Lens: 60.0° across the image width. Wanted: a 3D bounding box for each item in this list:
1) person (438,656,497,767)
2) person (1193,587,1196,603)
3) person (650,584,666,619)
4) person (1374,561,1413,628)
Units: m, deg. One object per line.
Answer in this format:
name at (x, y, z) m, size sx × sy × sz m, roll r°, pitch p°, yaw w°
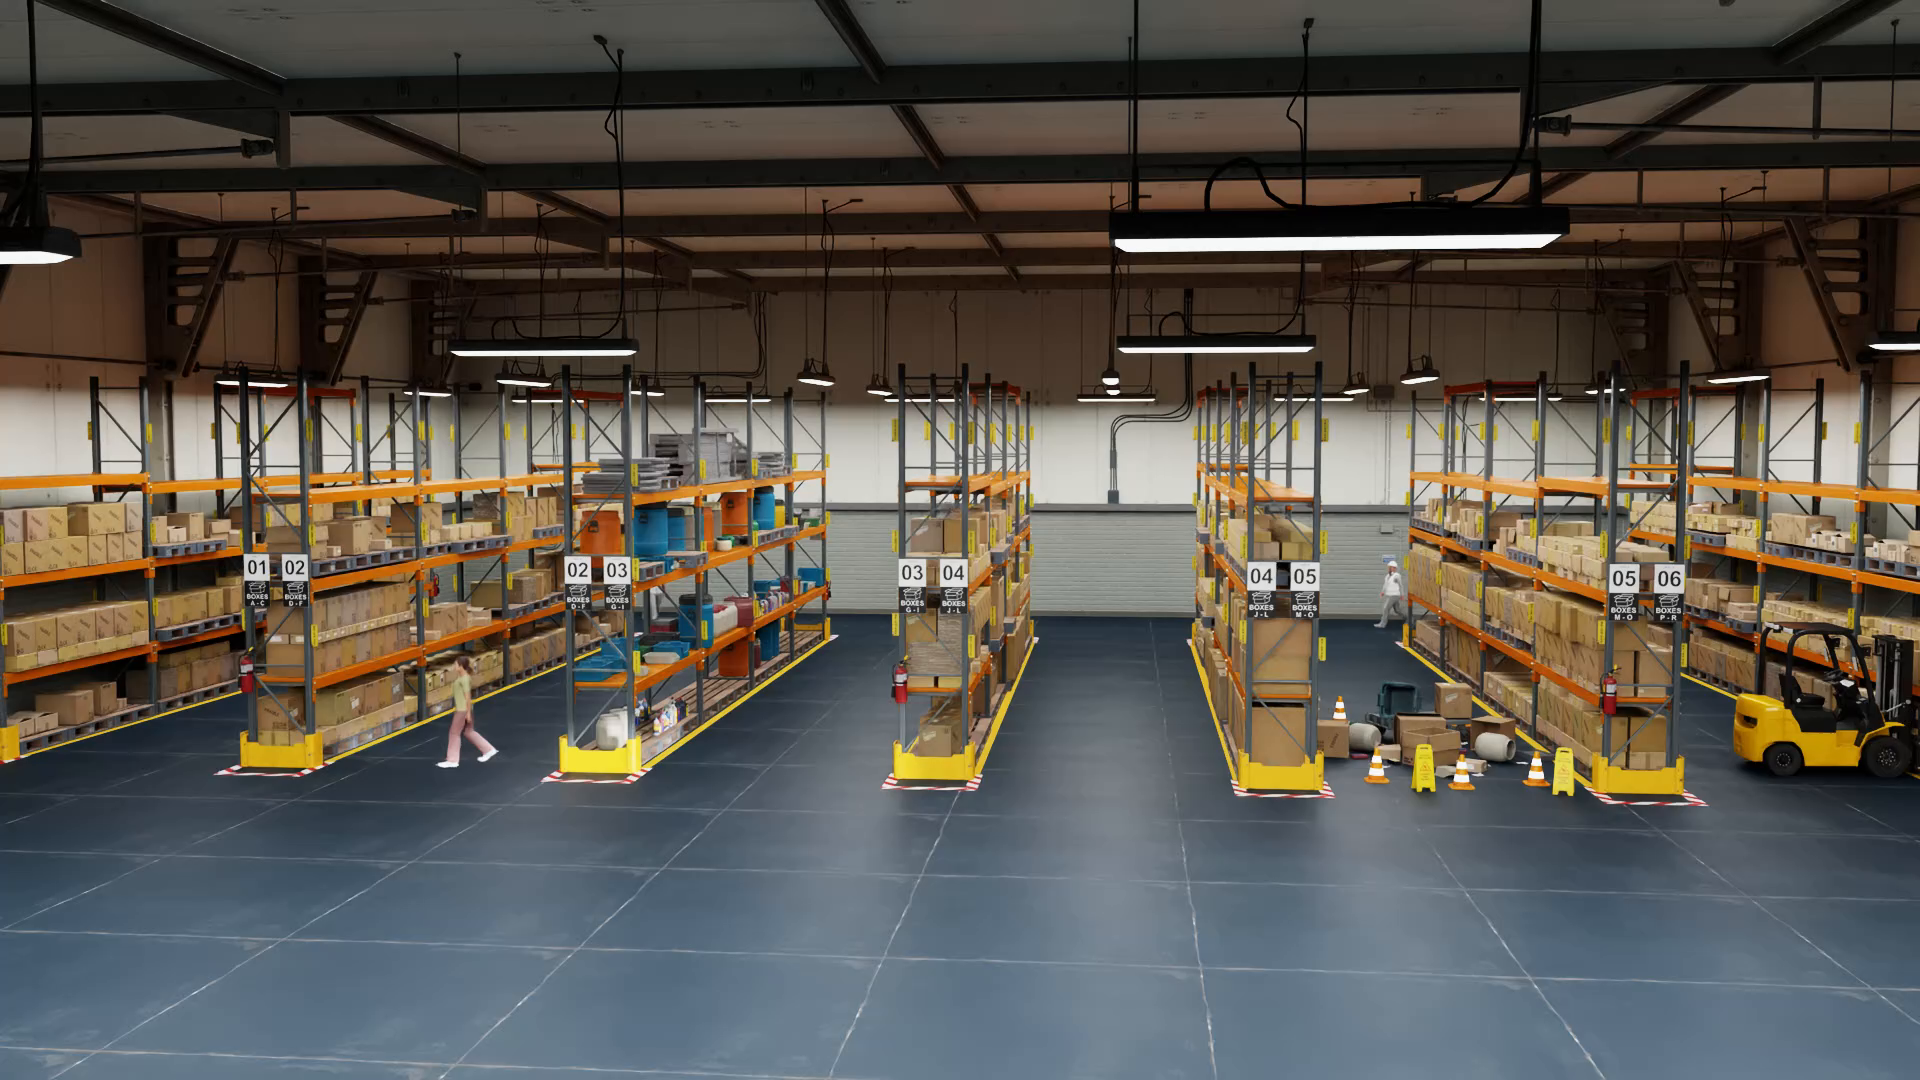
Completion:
person at (-7.420, 2.569, 25.025) m, size 0.846 × 1.648 × 0.458 m, roll -1°, pitch 4°, yaw -12°
person at (6.250, 1.430, 42.133) m, size 0.589 × 1.709 × 1.116 m, roll 3°, pitch 5°, yaw 38°
person at (-7.941, 1.384, 43.419) m, size 0.478 × 1.607 × 1.082 m, roll -2°, pitch 4°, yaw -23°
person at (11.132, 1.400, 42.634) m, size 1.068 × 1.723 × 0.510 m, roll 0°, pitch 4°, yaw -6°
